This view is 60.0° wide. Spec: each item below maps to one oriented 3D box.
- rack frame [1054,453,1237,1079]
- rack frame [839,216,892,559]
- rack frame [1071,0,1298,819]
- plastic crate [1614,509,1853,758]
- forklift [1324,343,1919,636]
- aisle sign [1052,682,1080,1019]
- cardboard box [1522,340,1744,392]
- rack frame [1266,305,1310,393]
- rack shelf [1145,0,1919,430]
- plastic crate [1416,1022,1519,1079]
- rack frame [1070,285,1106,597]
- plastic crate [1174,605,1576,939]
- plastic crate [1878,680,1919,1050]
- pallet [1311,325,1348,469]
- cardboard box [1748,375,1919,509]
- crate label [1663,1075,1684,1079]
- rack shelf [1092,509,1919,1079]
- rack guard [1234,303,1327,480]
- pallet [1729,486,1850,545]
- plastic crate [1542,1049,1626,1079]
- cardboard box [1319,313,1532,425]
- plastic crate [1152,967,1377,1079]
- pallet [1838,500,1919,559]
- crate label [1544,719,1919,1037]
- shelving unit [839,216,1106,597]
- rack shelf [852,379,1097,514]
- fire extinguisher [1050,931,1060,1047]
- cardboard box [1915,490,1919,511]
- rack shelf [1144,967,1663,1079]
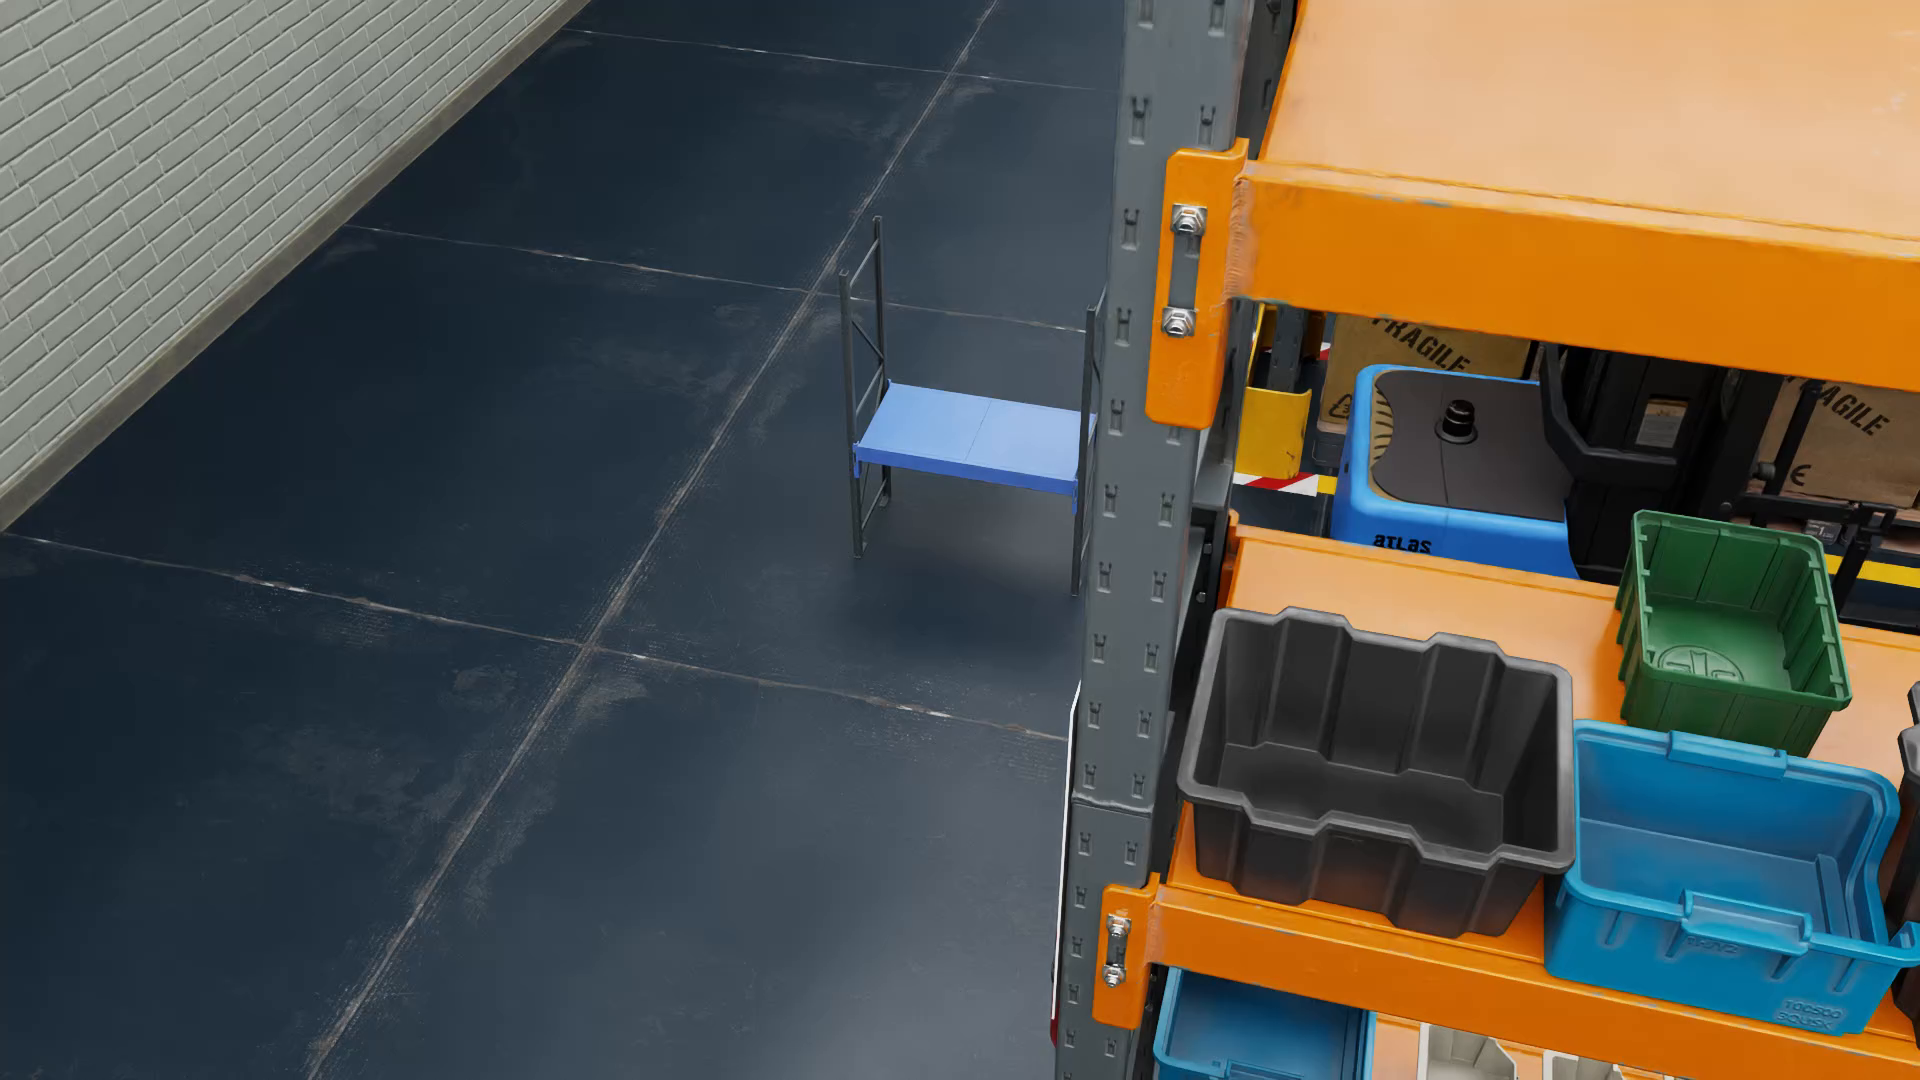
[{"bbox_3d":[0.364,1.259,3.919,0.127,3.000,1.000,10,41,11],"label":"rack frame"},{"bbox_3d":[-0.409,-0.645,7.351,0.032,1.500,0.500,10,41,11],"label":"rack frame"},{"bbox_3d":[0.364,-1.038,1.989,0.127,3.000,1.000,10,41,11],"label":"rack frame"},{"bbox_3d":[1.391,0.178,3.038,0.336,0.188,0.450,10,41,11],"label":"plastic crate"},{"bbox_3d":[3.041,-0.550,6.126,3.031,2.935,1.130,8,41,9],"label":"forklift"},{"bbox_3d":[0.218,0.436,2.877,0.004,0.787,0.394,10,41,11],"label":"aisle sign"},{"bbox_3d":[3.162,-0.957,7.883,0.875,0.875,0.875,10,41,11],"label":"cardboard box"},{"bbox_3d":[1.644,-1.818,7.582,0.127,3.000,1.000,10,41,11],"label":"rack frame"},{"bbox_3d":[2.296,-0.277,1.953,4.000,0.370,1.077,10,41,11],"label":"rack shelf"},{"bbox_3d":[1.199,1.360,3.957,0.243,0.136,0.396,10,41,11],"label":"plastic crate"},{"bbox_3d":[0.573,-0.476,7.150,0.032,1.500,0.500,10,41,11],"label":"rack frame"},{"bbox_3d":[0.664,0.398,2.714,0.590,0.269,0.497,10,41,11],"label":"plastic crate"},{"bbox_3d":[1.769,0.559,2.468,0.767,0.338,0.504,10,41,11],"label":"plastic crate"},{"bbox_3d":[2.437,-0.666,8.379,1.213,0.211,1.003,10,41,11],"label":"pallet"},{"bbox_3d":[4.022,-0.809,7.707,0.875,0.875,0.875,10,41,11],"label":"cardboard box"},{"bbox_3d":[1.750,1.448,3.852,0.243,0.136,0.396,10,41,11],"label":"crate label"},{"bbox_3d":[2.296,0.718,2.789,4.000,0.370,1.077,10,41,11],"label":"rack shelf"},{"bbox_3d":[1.621,-0.865,8.391,0.348,0.500,1.175,10,41,11],"label":"rack guard"},{"bbox_3d":[3.612,-0.462,8.136,1.213,0.211,1.003,10,41,11],"label":"pallet"},{"bbox_3d":[1.475,1.417,3.889,0.243,0.136,0.396,10,41,11],"label":"plastic crate"},{"bbox_3d":[2.283,-1.109,8.063,0.875,0.875,0.875,10,41,11],"label":"cardboard box"},{"bbox_3d":[0.736,1.162,3.960,0.499,0.435,0.616,10,41,11],"label":"plastic crate"},{"bbox_3d":[4.794,-0.260,7.896,1.213,0.211,1.003,10,41,11],"label":"pallet"},{"bbox_3d":[1.172,0.521,2.580,0.502,0.251,0.408,10,41,11],"label":"crate label"},{"bbox_3d":[0.082,-0.560,7.251,1.048,1.500,0.538,10,41,11],"label":"shelving unit"},{"bbox_3d":[0.082,-0.422,7.366,1.000,0.185,0.538,10,41,11],"label":"rack shelf"},{"bbox_3d":[0.336,1.124,4.429,0.183,0.674,0.296,10,41,11],"label":"fire extinguisher"},{"bbox_3d":[4.891,-0.660,7.529,0.875,0.875,0.875,10,41,11],"label":"cardboard box"},{"bbox_3d":[2.296,1.867,3.754,4.000,0.370,1.077,10,41,11],"label":"rack shelf"}]
